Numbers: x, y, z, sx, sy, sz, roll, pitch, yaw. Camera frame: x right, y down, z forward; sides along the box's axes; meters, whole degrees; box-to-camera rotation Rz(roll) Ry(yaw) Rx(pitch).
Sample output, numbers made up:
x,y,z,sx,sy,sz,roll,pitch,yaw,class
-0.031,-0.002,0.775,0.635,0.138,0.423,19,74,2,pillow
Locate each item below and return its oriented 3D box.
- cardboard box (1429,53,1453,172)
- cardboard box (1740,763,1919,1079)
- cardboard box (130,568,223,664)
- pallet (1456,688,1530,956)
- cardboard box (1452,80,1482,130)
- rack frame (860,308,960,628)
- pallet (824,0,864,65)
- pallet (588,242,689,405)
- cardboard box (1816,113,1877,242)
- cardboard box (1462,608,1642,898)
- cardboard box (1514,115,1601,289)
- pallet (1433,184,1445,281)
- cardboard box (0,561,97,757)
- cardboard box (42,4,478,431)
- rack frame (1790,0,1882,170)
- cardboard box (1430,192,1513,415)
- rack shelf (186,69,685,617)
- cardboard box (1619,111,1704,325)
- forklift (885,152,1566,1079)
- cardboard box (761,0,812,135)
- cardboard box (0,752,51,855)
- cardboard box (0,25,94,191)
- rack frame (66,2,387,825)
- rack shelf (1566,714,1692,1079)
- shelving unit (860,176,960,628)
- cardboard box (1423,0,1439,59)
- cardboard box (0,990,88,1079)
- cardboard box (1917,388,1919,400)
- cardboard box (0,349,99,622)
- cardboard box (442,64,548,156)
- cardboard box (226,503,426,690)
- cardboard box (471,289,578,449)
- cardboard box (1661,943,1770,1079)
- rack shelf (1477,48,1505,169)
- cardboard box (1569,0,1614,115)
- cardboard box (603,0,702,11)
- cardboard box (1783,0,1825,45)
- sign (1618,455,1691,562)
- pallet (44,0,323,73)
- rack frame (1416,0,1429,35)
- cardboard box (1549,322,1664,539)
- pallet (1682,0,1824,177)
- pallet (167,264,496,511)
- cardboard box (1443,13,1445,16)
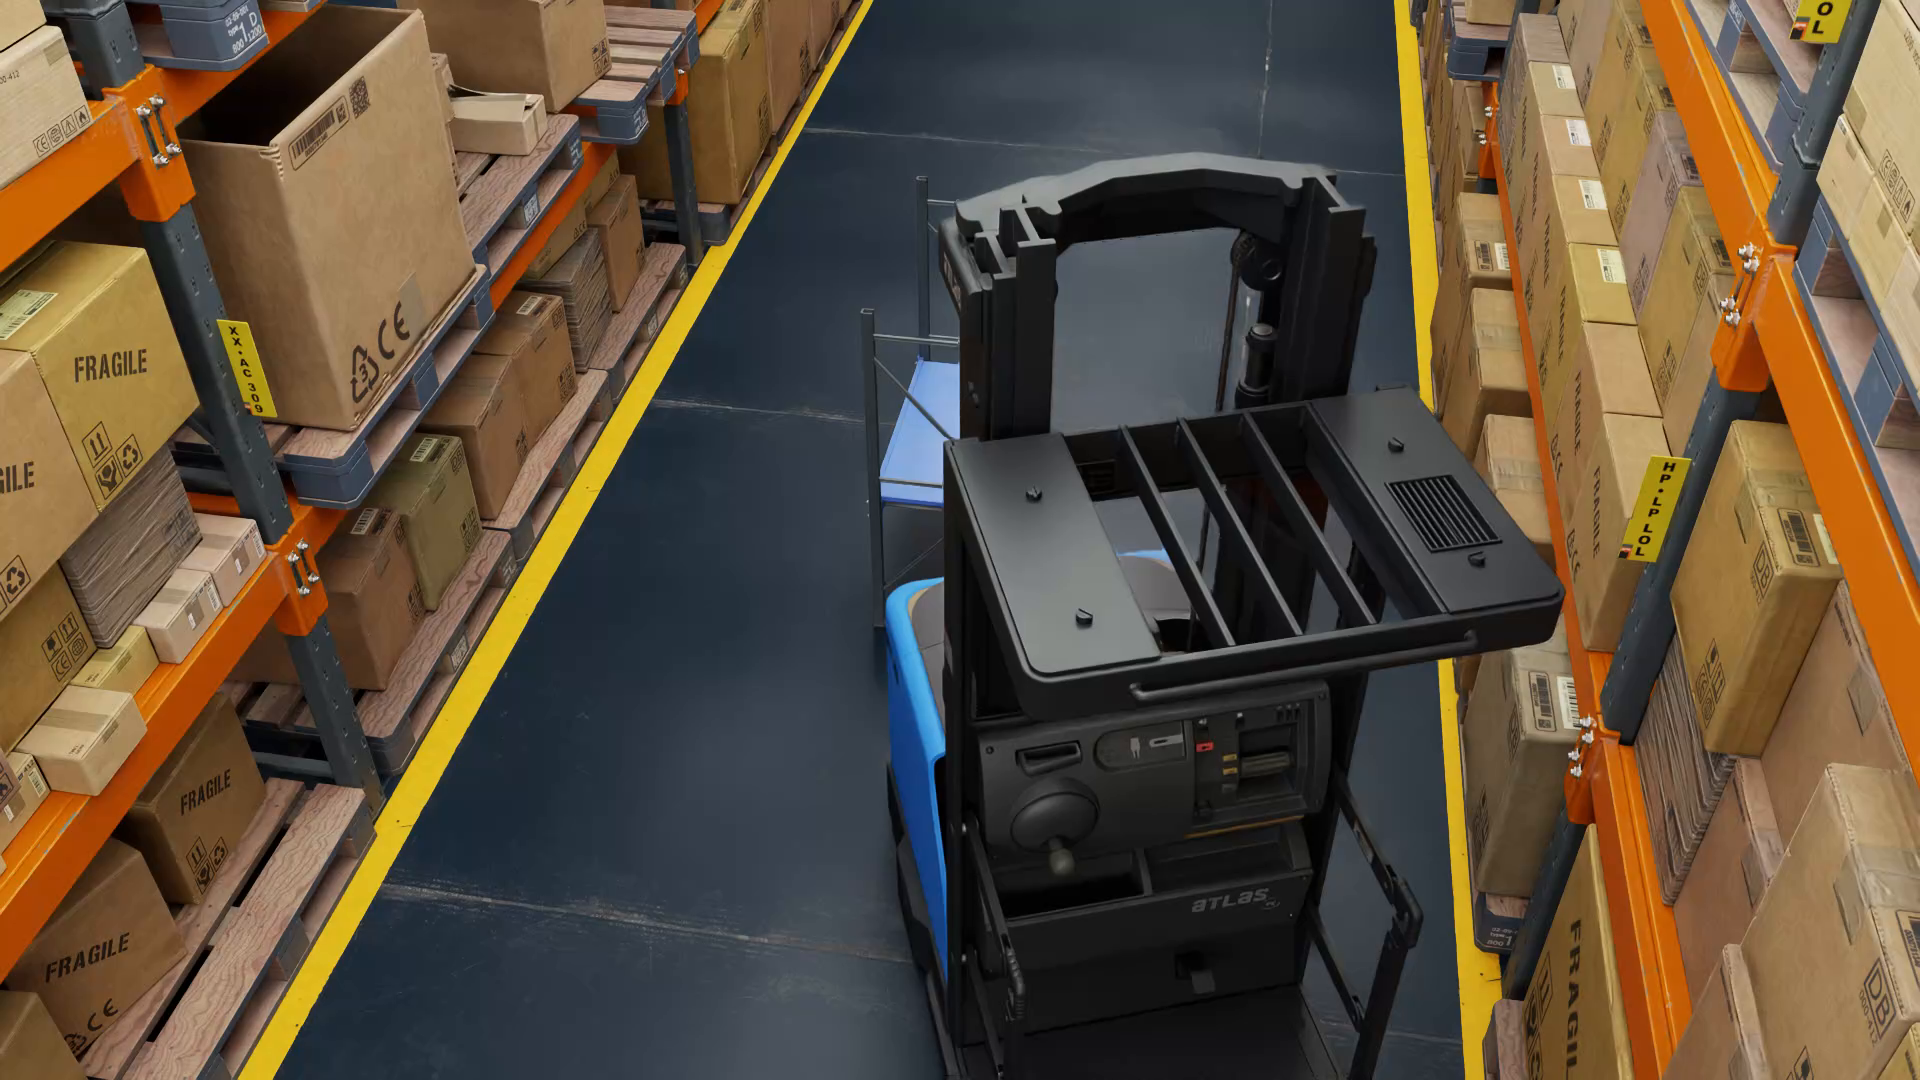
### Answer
x,y,z,sx,sy,sz,roll,pitch,yaw,class
2.984,-2.415,9.449,0.500,0.500,0.500,5,40,6,cardboard box
1.959,0.830,2.926,0.875,0.550,0.550,6,40,8,cardboard box
-2.402,0.205,4.846,0.380,0.149,0.250,6,40,8,cardboard box
2.326,0.977,5.903,1.003,0.211,1.213,6,40,8,pallet
2.895,-2.379,8.817,0.500,0.250,0.500,7,40,8,cardboard box
-0.103,-0.205,6.321,0.500,1.500,0.032,6,40,8,rack frame
-1.276,-3.669,11.522,1.003,0.211,1.213,6,40,8,pallet
-2.046,-1.161,8.488,1.003,0.211,1.213,6,40,8,pallet
1.869,-0.674,3.146,0.380,0.149,0.250,6,40,7,cardboard box
2.285,0.701,5.484,1.050,0.750,0.750,6,40,7,cardboard box
2.442,-1.266,6.349,0.500,0.500,0.500,6,40,8,cardboard box
3.095,-1.531,8.936,1.003,0.211,1.213,6,40,8,pallet
-2.861,0.217,4.322,0.875,0.500,0.500,6,40,8,cardboard box
-2.326,-1.092,5.416,1.000,1.000,1.000,7,40,8,cardboard box
2.266,-1.917,2.507,1.000,3.000,0.127,6,40,8,rack frame
2.765,-1.038,7.587,1.050,0.750,0.750,6,40,7,cardboard box
-2.255,-1.193,6.904,1.077,0.370,4.000,6,40,8,rack shelf
2.521,-0.981,5.220,0.700,0.500,0.500,7,40,8,cardboard box
0.557,0.693,4.112,1.130,2.935,3.031,-8,40,-9,forklift
-1.607,-3.058,9.933,1.225,0.875,0.875,7,40,8,cardboard box
-2.611,0.666,4.287,0.380,0.149,0.250,6,40,8,cardboard box
-2.423,-0.999,3.868,0.500,0.250,0.500,8,40,9,cardboard box
-2.601,-0.215,5.156,1.000,3.000,0.127,6,40,8,rack frame
1.920,1.927,3.129,1.077,0.370,4.000,6,40,8,rack shelf
-0.015,-0.524,6.707,0.538,1.500,1.048,6,40,8,shelving unit
3.262,-3.390,10.628,0.500,0.500,0.500,8,40,9,cardboard box
-2.832,1.591,4.603,0.500,0.500,0.500,3,40,4,cardboard box
1.737,-0.197,2.570,0.380,0.149,0.250,6,40,7,cardboard box
-2.493,-0.127,3.953,0.500,0.500,0.500,6,40,8,cardboard box
-1.932,-1.759,6.800,0.396,0.266,0.258,5,40,6,cardboard box
-2.474,0.195,6.276,0.700,0.500,0.500,4,40,4,cardboard box
-2.180,-0.803,7.484,0.700,0.500,0.500,10,41,11,cardboard box
1.932,1.244,3.274,0.875,0.550,0.550,6,40,8,cardboard box
3.305,-3.093,9.202,1.077,0.370,4.000,6,40,8,rack shelf
2.785,-1.941,6.381,0.700,0.500,0.500,6,40,7,cardboard box
-1.557,-3.039,8.494,0.500,0.500,0.500,8,40,9,cardboard box
2.231,-1.365,3.902,0.500,0.250,0.500,7,40,8,cardboard box
1.730,-0.075,4.140,0.100,0.325,0.005,6,40,8,sign
-2.390,-1.675,4.715,1.213,0.211,1.003,6,40,8,pallet
3.651,-4.626,10.491,1.000,3.000,0.127,6,40,8,rack frame
2.181,-0.318,5.202,0.500,0.500,0.500,6,40,7,cardboard box
2.376,-1.268,4.226,0.805,0.209,1.217,5,40,6,pallet
-2.326,-0.605,5.778,1.003,0.211,1.213,6,40,8,pallet
3.173,-3.344,9.984,0.500,0.250,0.500,7,40,9,cardboard box
